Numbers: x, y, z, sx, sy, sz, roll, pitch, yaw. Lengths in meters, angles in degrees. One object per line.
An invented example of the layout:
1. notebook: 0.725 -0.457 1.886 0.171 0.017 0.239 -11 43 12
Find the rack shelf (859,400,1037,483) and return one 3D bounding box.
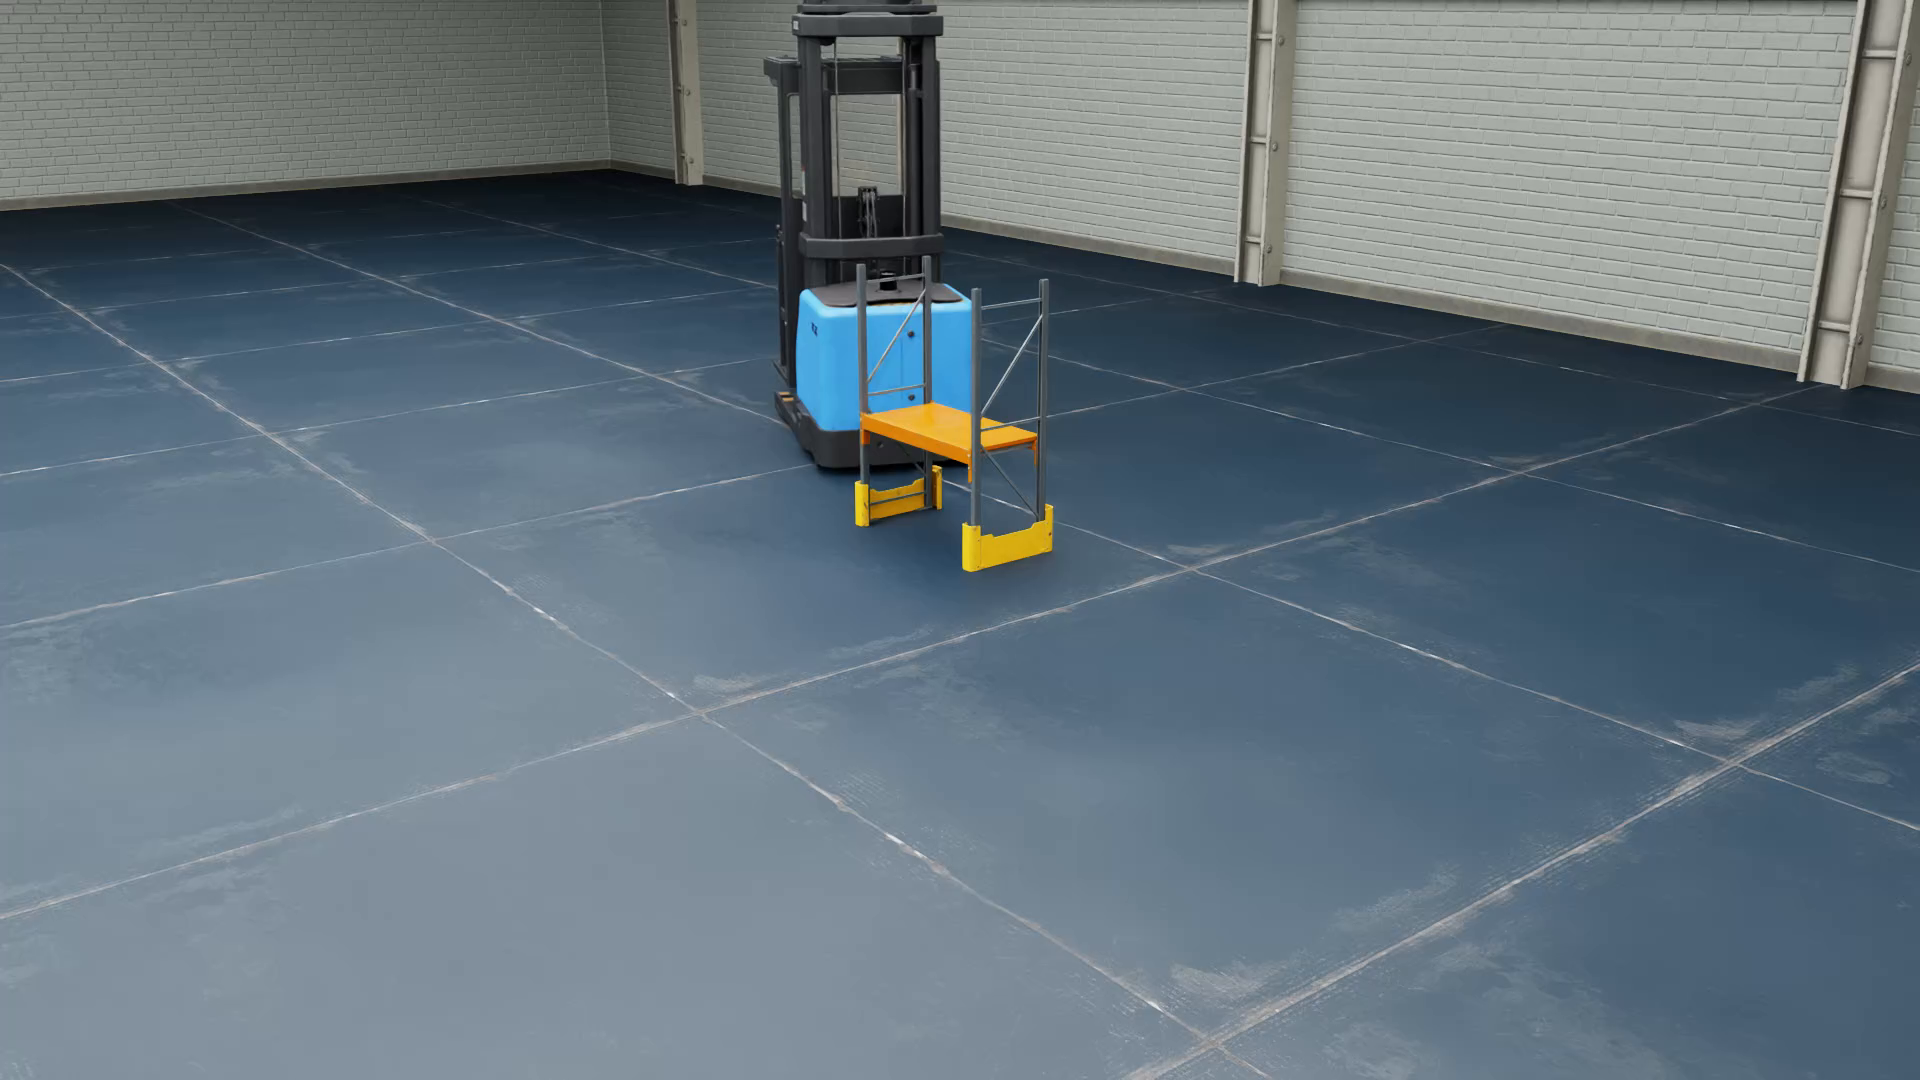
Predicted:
1. rack shelf: -0.053 -0.562 9.247 0.538 0.185 1.000 -14 23 -36

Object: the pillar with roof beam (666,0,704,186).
1. pillar with roof beam: -7.680 -9.112 22.566 9.100 9.000 0.400 -14 23 -36

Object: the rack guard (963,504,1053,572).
1. rack guard: 0.262 -0.015 9.009 0.587 0.250 0.087 -14 23 -36

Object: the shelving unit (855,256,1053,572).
1. shelving unit: -0.047 -0.731 9.183 0.587 1.500 1.083 -14 23 -36

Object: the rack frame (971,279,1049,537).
1. rack frame: 0.263 -0.608 8.812 0.500 1.500 0.032 -14 23 -36

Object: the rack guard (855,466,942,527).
1. rack guard: -0.357 -0.260 9.751 0.587 0.250 0.087 -14 23 -36

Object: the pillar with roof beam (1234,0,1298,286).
1. pillar with roof beam: -0.229 -6.155 13.636 9.100 9.000 0.400 -14 23 -36

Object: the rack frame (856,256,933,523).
1. rack frame: -0.369 -0.858 9.569 0.500 1.500 0.032 -14 23 -36

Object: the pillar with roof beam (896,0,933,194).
1. pillar with roof beam: -3.955 -7.634 18.101 9.100 9.000 0.400 -14 23 -36

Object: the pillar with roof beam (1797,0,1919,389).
1. pillar with roof beam: 3.496 -4.677 9.171 9.100 9.000 0.400 -14 23 -36

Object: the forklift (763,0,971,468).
1. forklift: -0.732 -2.273 11.563 1.130 2.935 3.031 -5 19 -13
